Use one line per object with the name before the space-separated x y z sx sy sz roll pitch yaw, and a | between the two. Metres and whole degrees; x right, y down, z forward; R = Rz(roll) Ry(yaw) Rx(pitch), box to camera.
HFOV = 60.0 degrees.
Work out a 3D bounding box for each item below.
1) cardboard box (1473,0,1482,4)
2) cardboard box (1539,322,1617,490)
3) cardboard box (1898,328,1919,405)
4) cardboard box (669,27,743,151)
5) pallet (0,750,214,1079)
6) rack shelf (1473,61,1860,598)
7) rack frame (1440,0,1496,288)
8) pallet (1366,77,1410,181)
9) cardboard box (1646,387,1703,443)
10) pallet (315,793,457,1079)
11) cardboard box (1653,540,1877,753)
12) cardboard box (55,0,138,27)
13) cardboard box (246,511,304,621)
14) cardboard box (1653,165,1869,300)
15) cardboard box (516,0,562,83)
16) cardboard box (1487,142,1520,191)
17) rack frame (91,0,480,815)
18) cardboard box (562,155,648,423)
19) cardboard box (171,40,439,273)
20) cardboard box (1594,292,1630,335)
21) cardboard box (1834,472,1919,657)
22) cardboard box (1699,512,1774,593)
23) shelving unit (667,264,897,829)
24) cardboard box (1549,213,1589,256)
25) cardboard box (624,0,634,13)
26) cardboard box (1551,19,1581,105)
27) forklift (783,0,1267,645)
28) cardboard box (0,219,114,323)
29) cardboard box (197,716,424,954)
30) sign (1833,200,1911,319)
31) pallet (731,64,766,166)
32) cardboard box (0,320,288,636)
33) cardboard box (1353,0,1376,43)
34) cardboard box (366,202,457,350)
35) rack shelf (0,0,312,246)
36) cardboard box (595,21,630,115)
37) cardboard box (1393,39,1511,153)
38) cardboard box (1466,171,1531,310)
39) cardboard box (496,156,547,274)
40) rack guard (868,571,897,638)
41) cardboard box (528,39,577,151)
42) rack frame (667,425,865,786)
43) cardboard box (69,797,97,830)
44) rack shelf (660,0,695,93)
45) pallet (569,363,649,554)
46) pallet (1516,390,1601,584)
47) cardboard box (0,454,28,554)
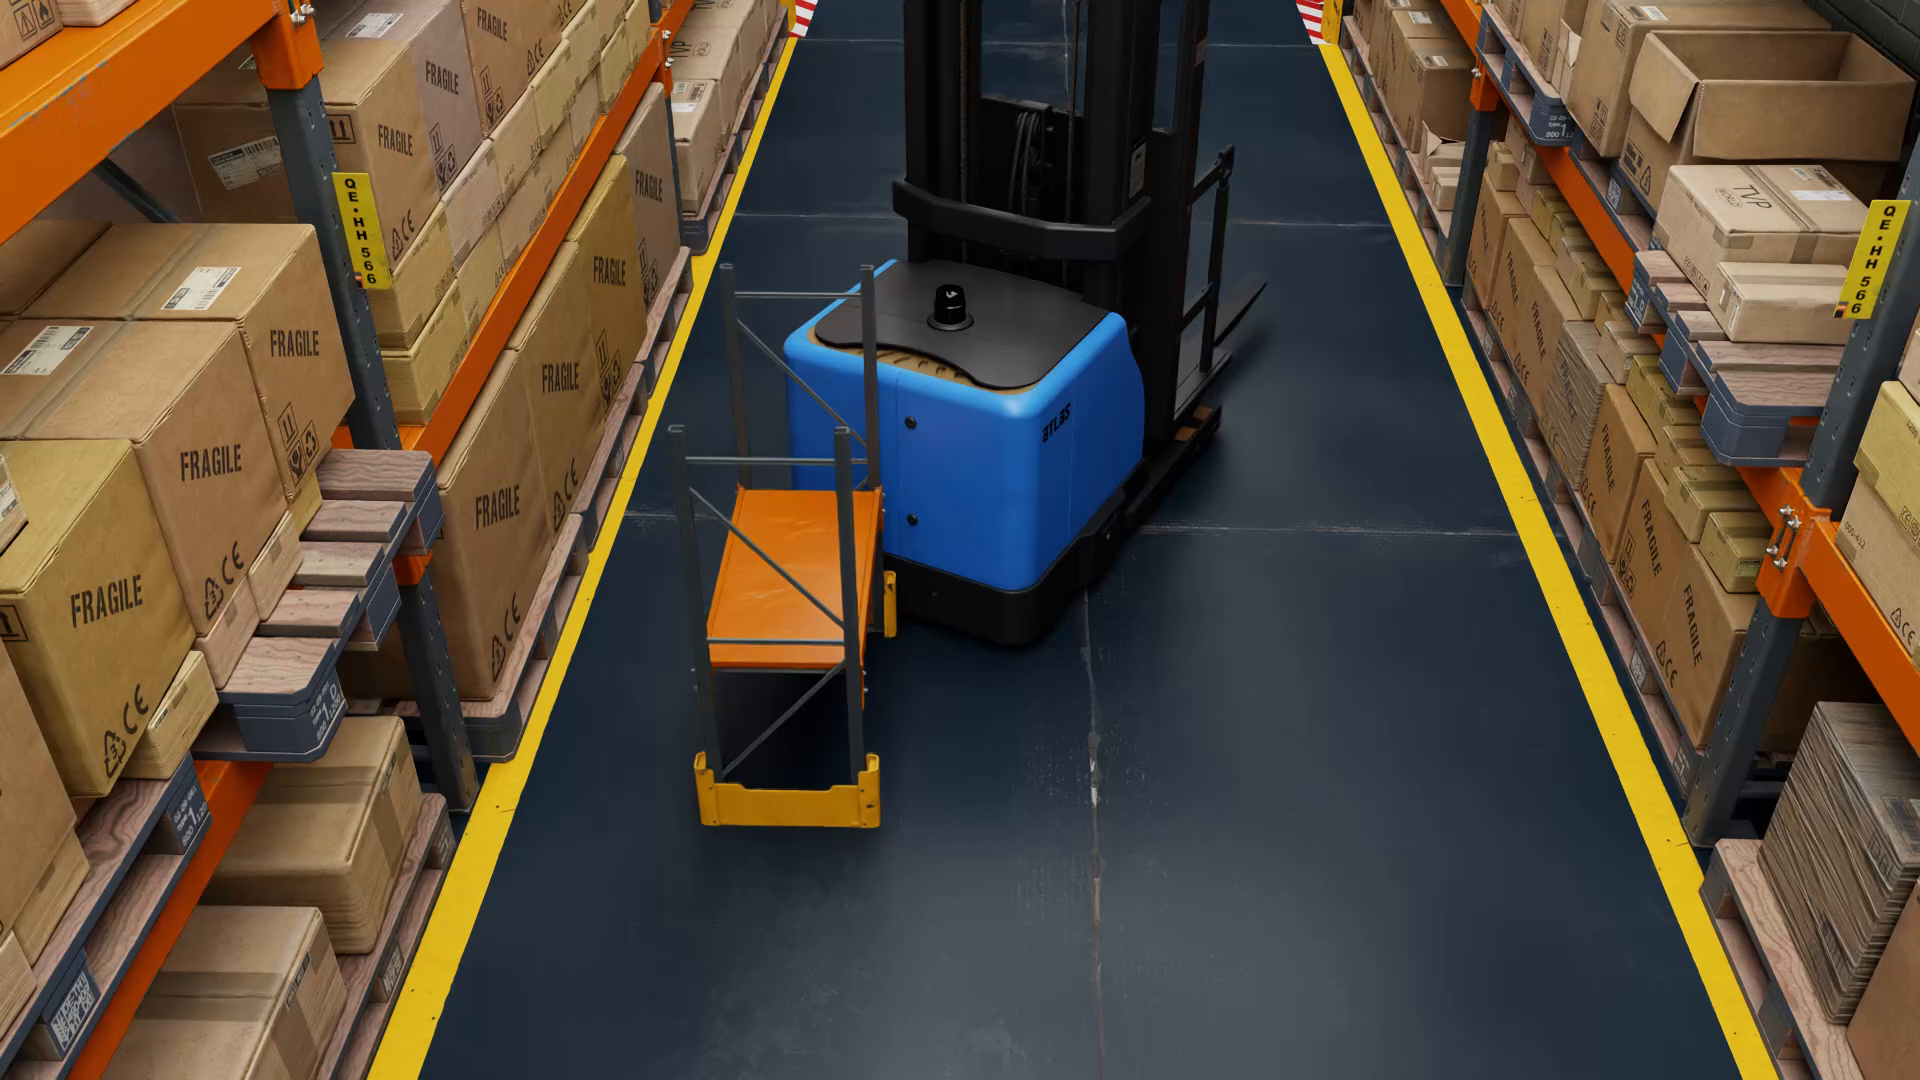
cardboard box | 2.762 -2.793 8.334 0.380 0.149 0.250 2 35 3
cardboard box | 2.706 -0.542 6.722 0.500 0.500 0.500 0 35 0
cardboard box | 2.545 -0.388 4.043 0.380 0.149 0.250 2 35 3
cardboard box | -1.779 -2.665 9.797 0.875 0.438 0.875 0 35 0
pallet | -2.146 0.846 3.105 1.003 0.211 1.213 1 35 2
rack shelf | 2.933 -1.113 6.351 1.077 0.370 4.000 1 35 2
rack frame | 3.013 -2.557 7.779 1.000 3.000 0.127 1 35 2
pallet | 3.088 -2.513 10.142 1.003 0.211 1.213 1 35 2
cardboard box | 2.710 -0.421 5.985 0.380 0.149 0.250 2 35 3
pallet | -2.141 1.219 4.832 1.003 0.211 1.213 1 35 2
cardboard box | 2.654 0.345 5.460 0.500 0.500 0.500 2 35 3
cardboard box | -1.912 -1.167 3.411 0.380 0.149 0.250 1 35 2
cardboard box | -1.790 0.055 3.916 0.380 0.149 0.250 1 35 1
cardboard box | 2.571 -0.983 5.305 0.500 0.250 0.500 0 35 0
cardboard box | -1.773 -1.971 5.989 0.500 0.500 0.500 2 35 3
cardboard box | 2.733 -1.771 7.906 0.380 0.149 0.250 3 35 4
rack frame | -2.108 -0.371 4.669 1.000 3.000 0.127 1 35 2
cardboard box | -1.920 -1.094 7.181 0.875 0.875 0.875 2 35 3
cardboard box | -1.843 -1.099 4.748 0.500 0.500 0.500 0 35 0
cardboard box | 2.761 -0.864 6.615 0.380 0.149 0.250 1 35 2
cardboard box | 2.590 0.052 4.197 0.500 0.250 0.500 1 35 2
cardboard box | 2.619 0.037 5.333 0.380 0.149 0.250 0 35 0
shelving unit | -0.542 0.012 5.429 0.587 1.500 1.083 1 35 1
cardboard box | 2.802 -1.305 7.242 0.380 0.149 0.250 1 35 1
cardboard box | -1.722 -2.553 7.470 0.500 0.250 0.500 1 35 2
cardboard box | 2.574 -1.884 6.574 0.396 0.266 0.258 3 35 4
forklift | 0.498 -1.641 6.536 1.130 2.935 3.031 17 39 23
cardboard box | -2.357 -0.452 4.074 0.500 0.500 0.500 0 35 1
cardboard box | -2.140 0.857 4.842 0.950 0.372 0.625 -1 35 -1
sign | 2.310 -0.707 4.209 0.100 0.325 0.005 1 35 2
pallet | -1.792 -2.666 10.360 1.003 0.211 1.213 1 35 2
cardboard box | -1.858 -0.140 3.630 0.500 0.500 0.500 1 35 1
cardboard box | 3.054 -3.656 11.149 0.797 0.503 0.637 0 35 0
cardboard box | -1.840 -0.800 4.975 0.500 0.250 0.500 1 35 2
rack shelf | -2.188 -0.155 2.378 1.077 0.370 4.000 1 35 2
cardboard box | -1.735 -2.052 7.191 0.500 0.250 0.500 1 35 1
cardboard box | 2.939 -2.568 9.604 0.700 0.500 0.500 0 35 0
cardboard box | 2.769 -1.433 7.989 0.500 0.500 0.500 3 35 4
cardboard box | -1.807 -1.182 5.953 0.500 0.250 0.500 2 35 3
rack guard | -0.531 0.237 6.195 0.587 0.250 0.087 1 35 1
cardboard box | -1.753 -1.674 6.218 0.500 0.250 0.500 2 35 3
rack frame | -0.554 0.309 5.005 0.500 1.500 0.032 1 35 1
cardboard box | -1.941 0.500 3.284 0.380 0.149 0.250 2 35 2
rack shelf | -1.867 -3.524 9.781 1.077 0.370 4.000 1 35 2
pallet | -1.949 -0.380 7.108 1.003 0.211 1.213 1 35 2
pallet | 2.972 -0.245 6.915 1.003 0.211 1.213 1 35 2
cardboard box | -1.891 -0.024 2.901 0.380 0.149 0.250 0 35 0
